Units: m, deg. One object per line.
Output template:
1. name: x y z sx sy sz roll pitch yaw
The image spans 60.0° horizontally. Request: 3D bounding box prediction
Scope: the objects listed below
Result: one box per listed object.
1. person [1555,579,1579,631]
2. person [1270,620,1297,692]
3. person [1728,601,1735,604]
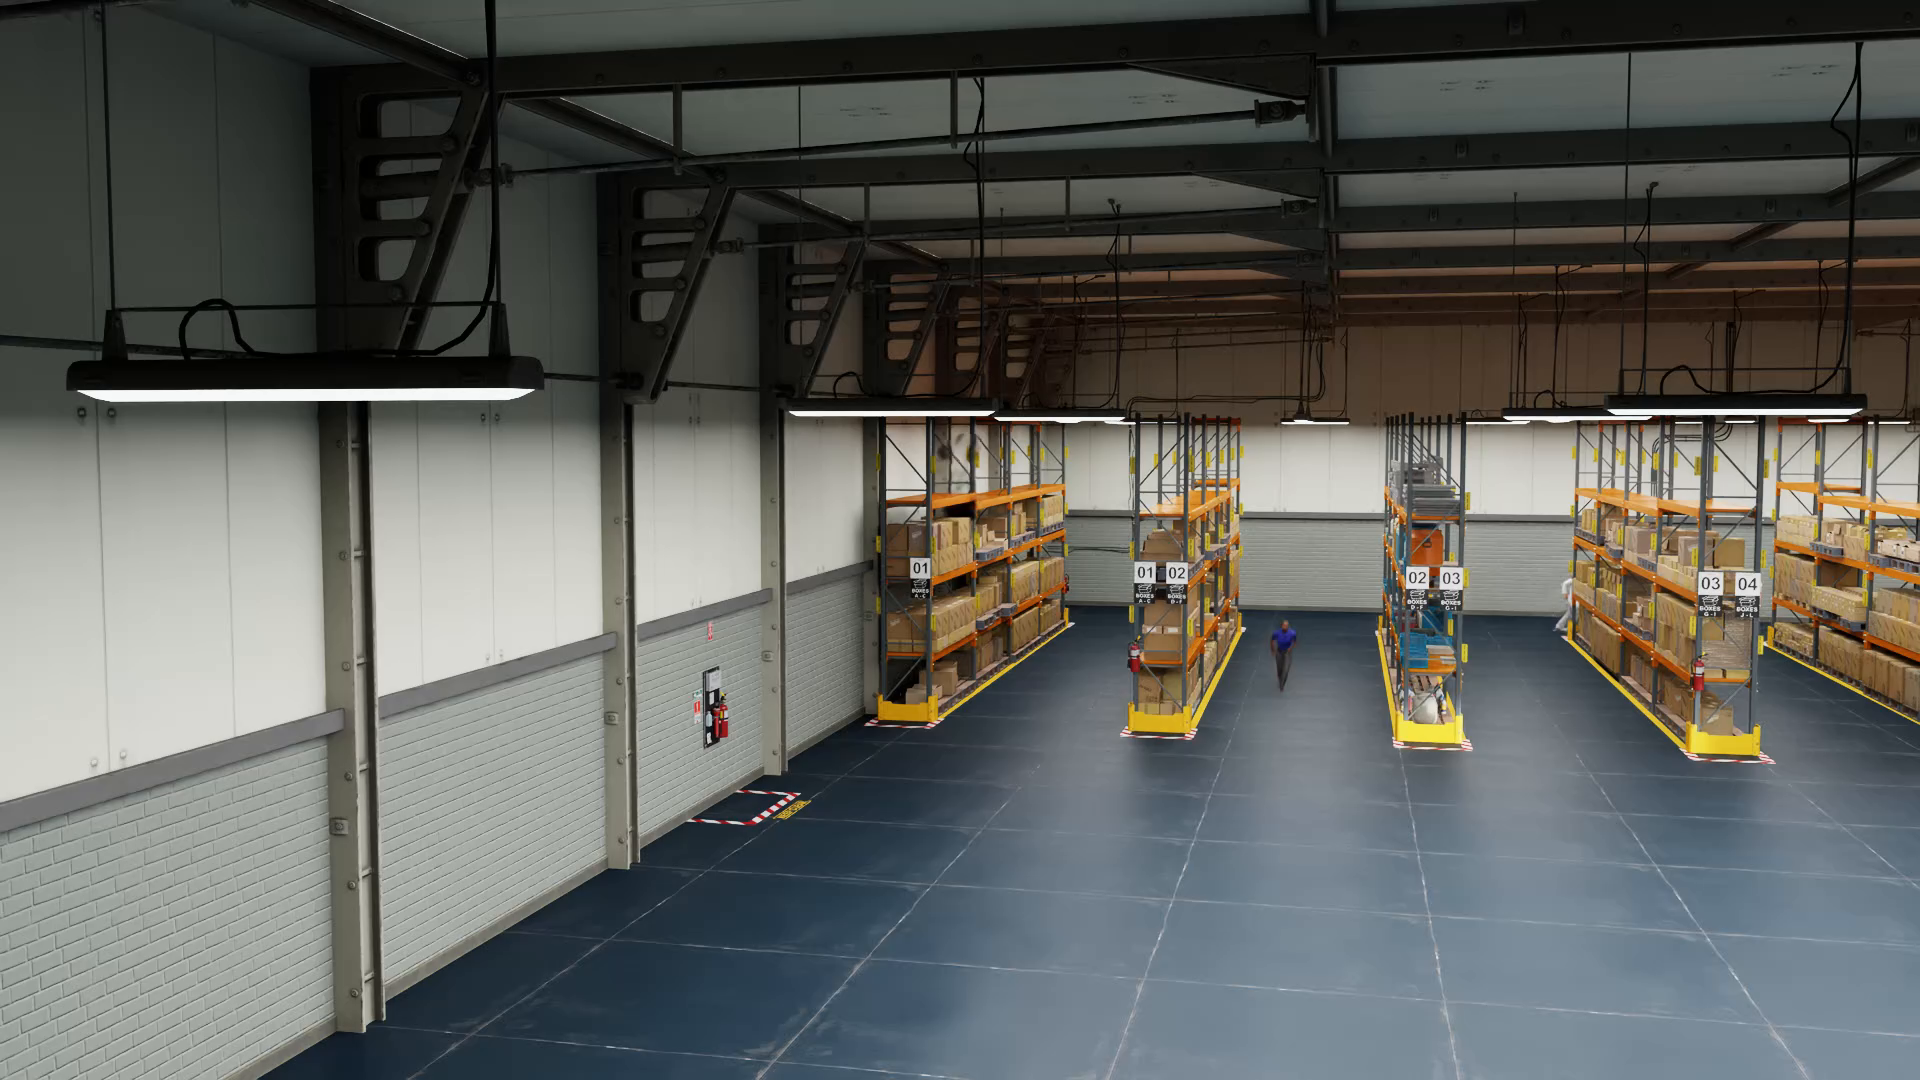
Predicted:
1. person: 17.077 1.779 46.233 0.935 1.684 0.686 2 4 29
2. person: 7.030 2.512 36.118 0.564 1.589 0.702 0 4 5
3. person: 20.176 1.880 43.981 0.696 1.742 0.526 2 5 33
